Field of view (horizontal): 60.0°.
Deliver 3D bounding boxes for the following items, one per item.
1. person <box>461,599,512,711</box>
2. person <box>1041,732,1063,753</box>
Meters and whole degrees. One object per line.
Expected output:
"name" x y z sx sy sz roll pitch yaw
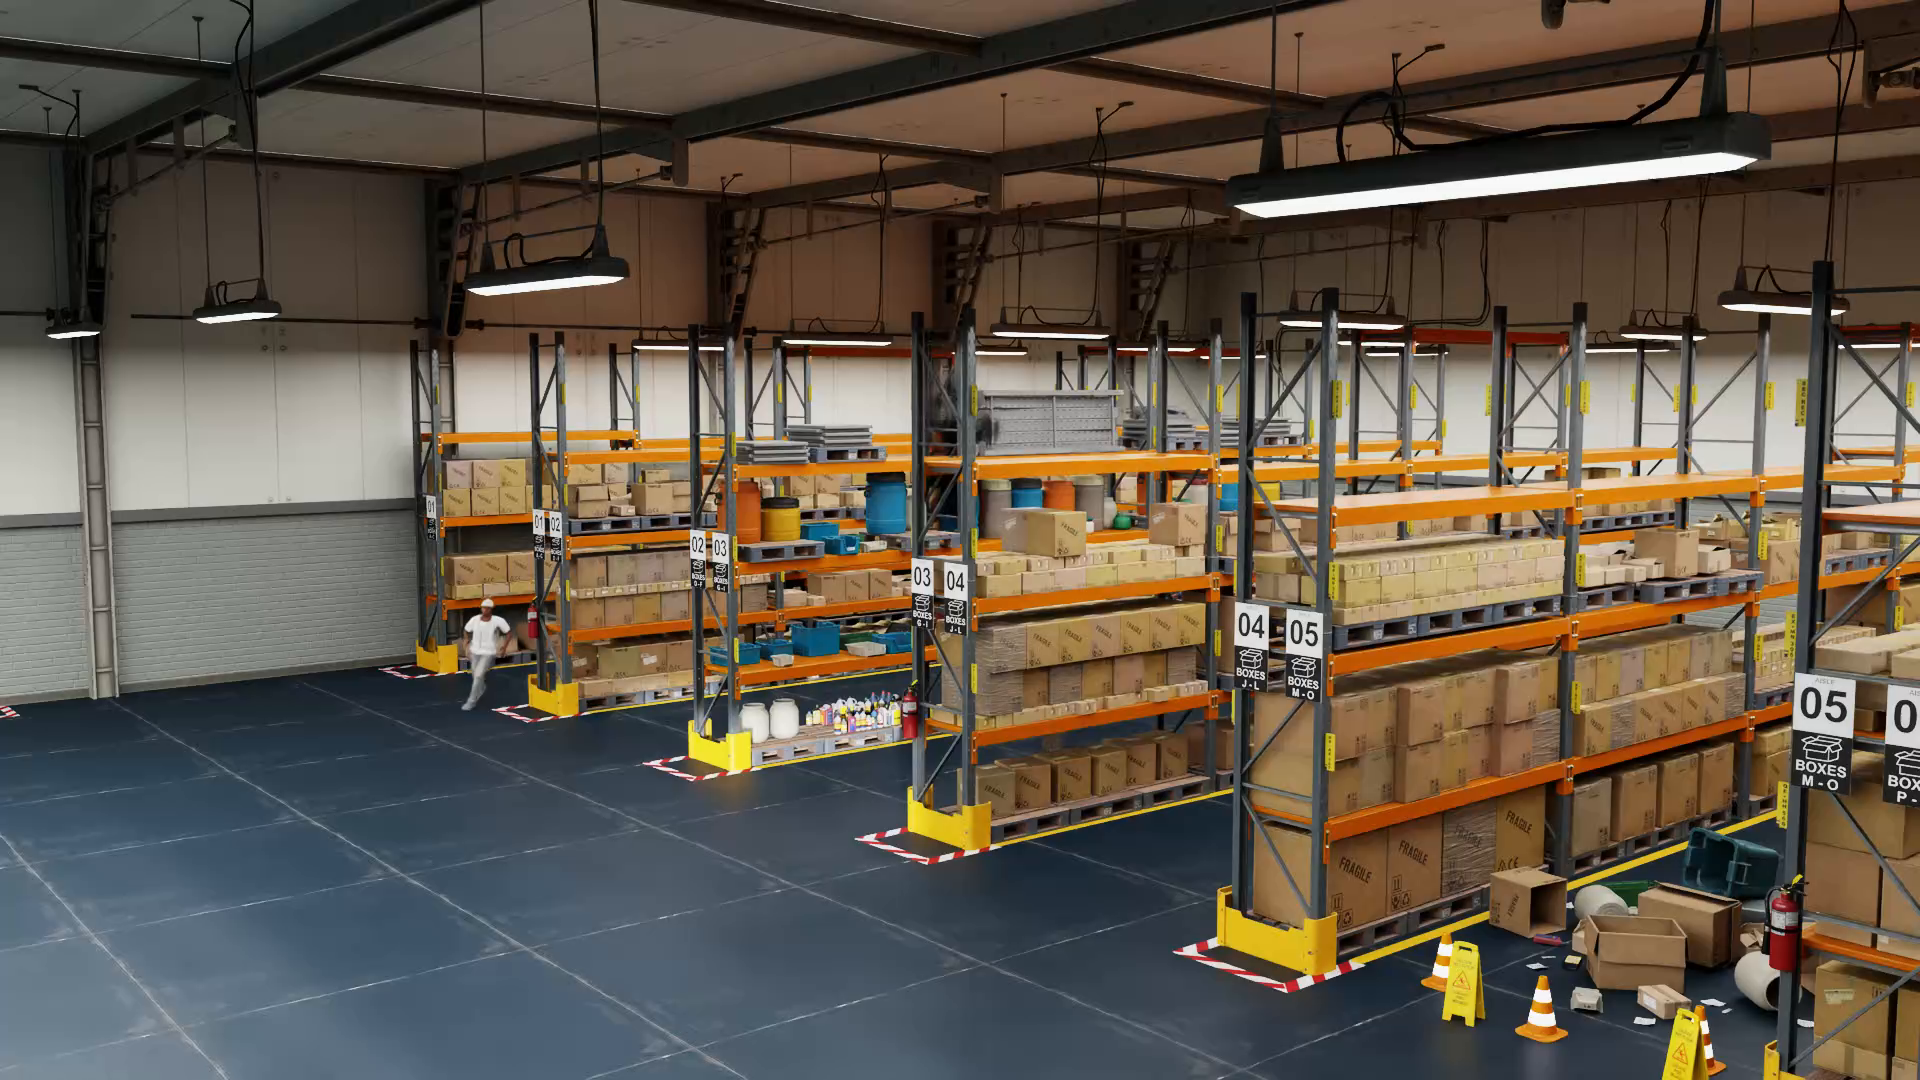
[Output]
"person" -7.661 1.813 26.720 0.749 1.737 0.971 1 5 11
"person" 1.106 2.038 21.875 0.747 1.856 0.638 -4 7 -39
